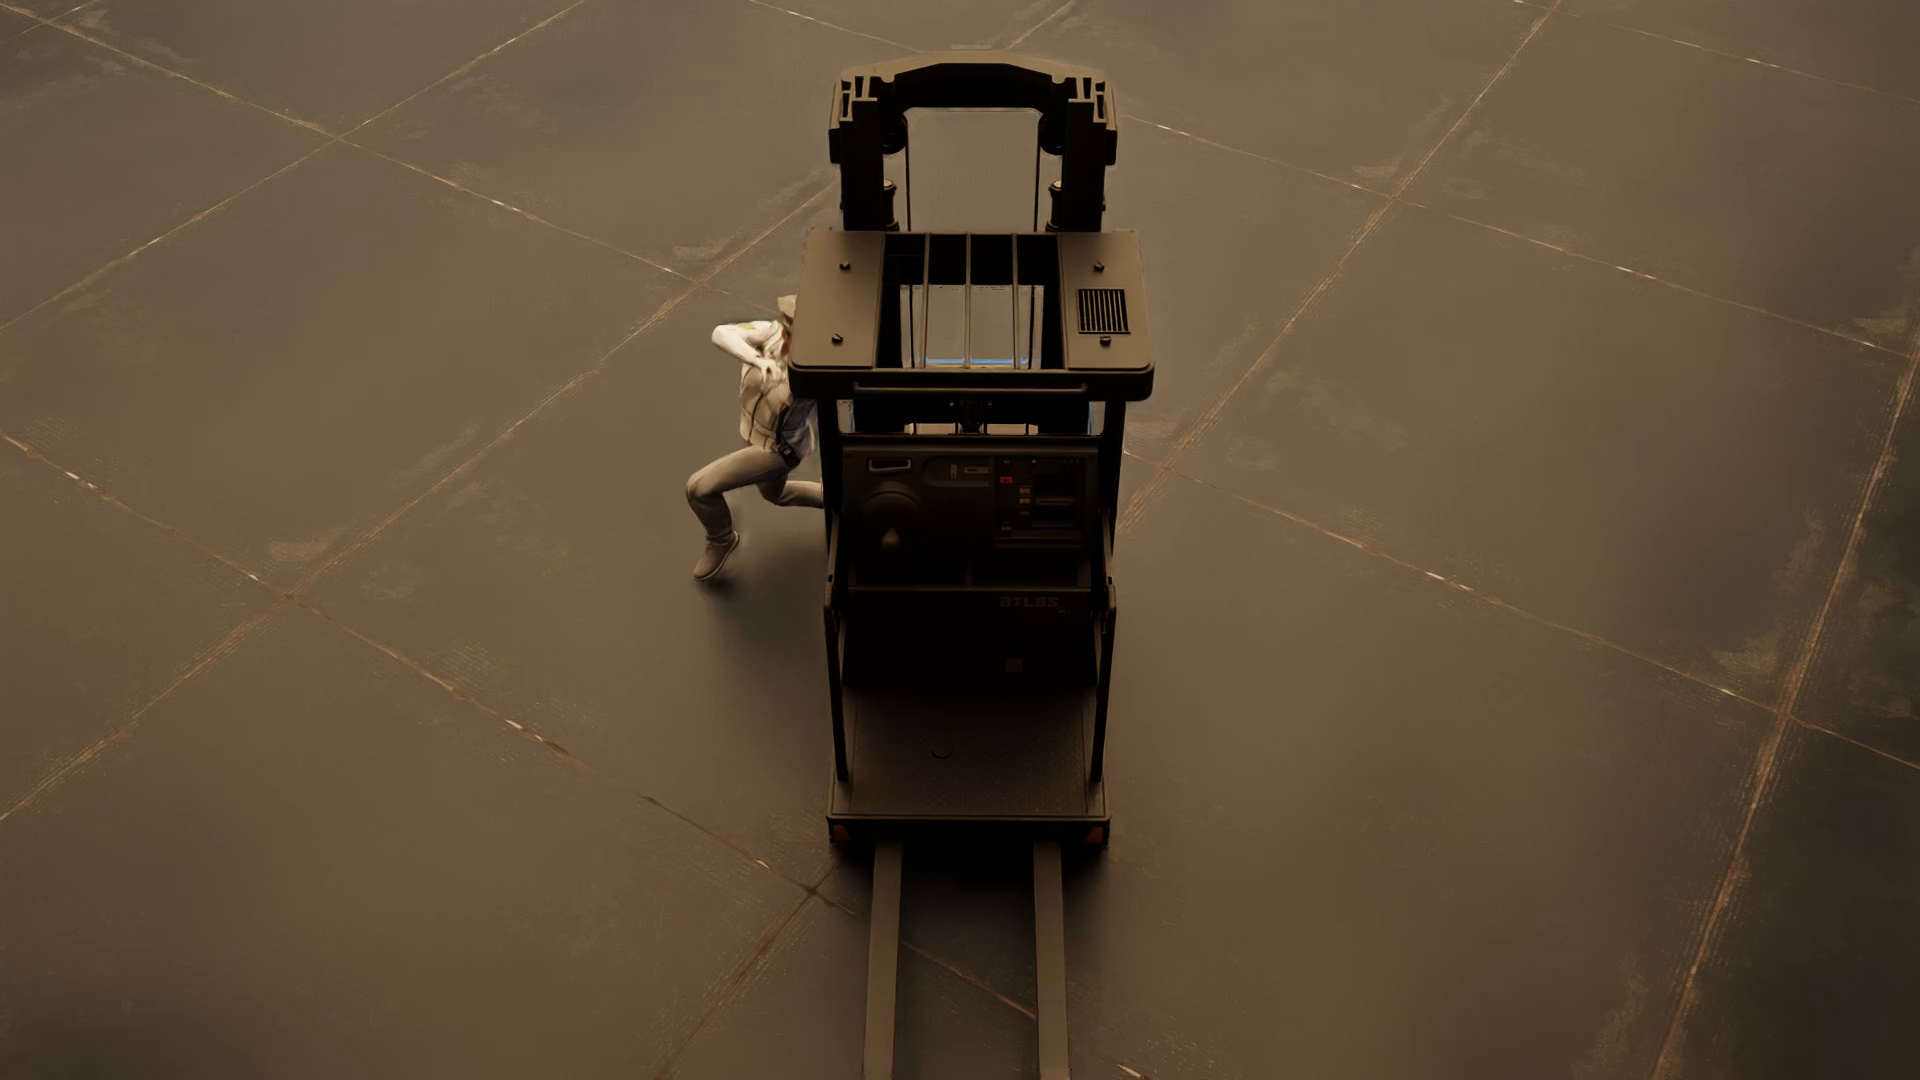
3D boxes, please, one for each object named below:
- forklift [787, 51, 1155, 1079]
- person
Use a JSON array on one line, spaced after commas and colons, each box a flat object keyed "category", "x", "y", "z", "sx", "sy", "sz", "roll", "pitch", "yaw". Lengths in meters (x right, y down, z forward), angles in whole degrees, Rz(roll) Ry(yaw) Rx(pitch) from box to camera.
[{"category": "forklift", "x": 0.036, "y": -0.066, "z": 5.918, "sx": 1.130, "sy": 2.935, "sz": 3.031, "roll": 0, "pitch": 43, "yaw": 0}, {"category": "person", "x": -0.721, "y": -0.340, "z": 7.305, "sx": 0.928, "sy": 1.382, "sz": 0.892, "roll": -22, "pitch": 48, "yaw": -22}]
